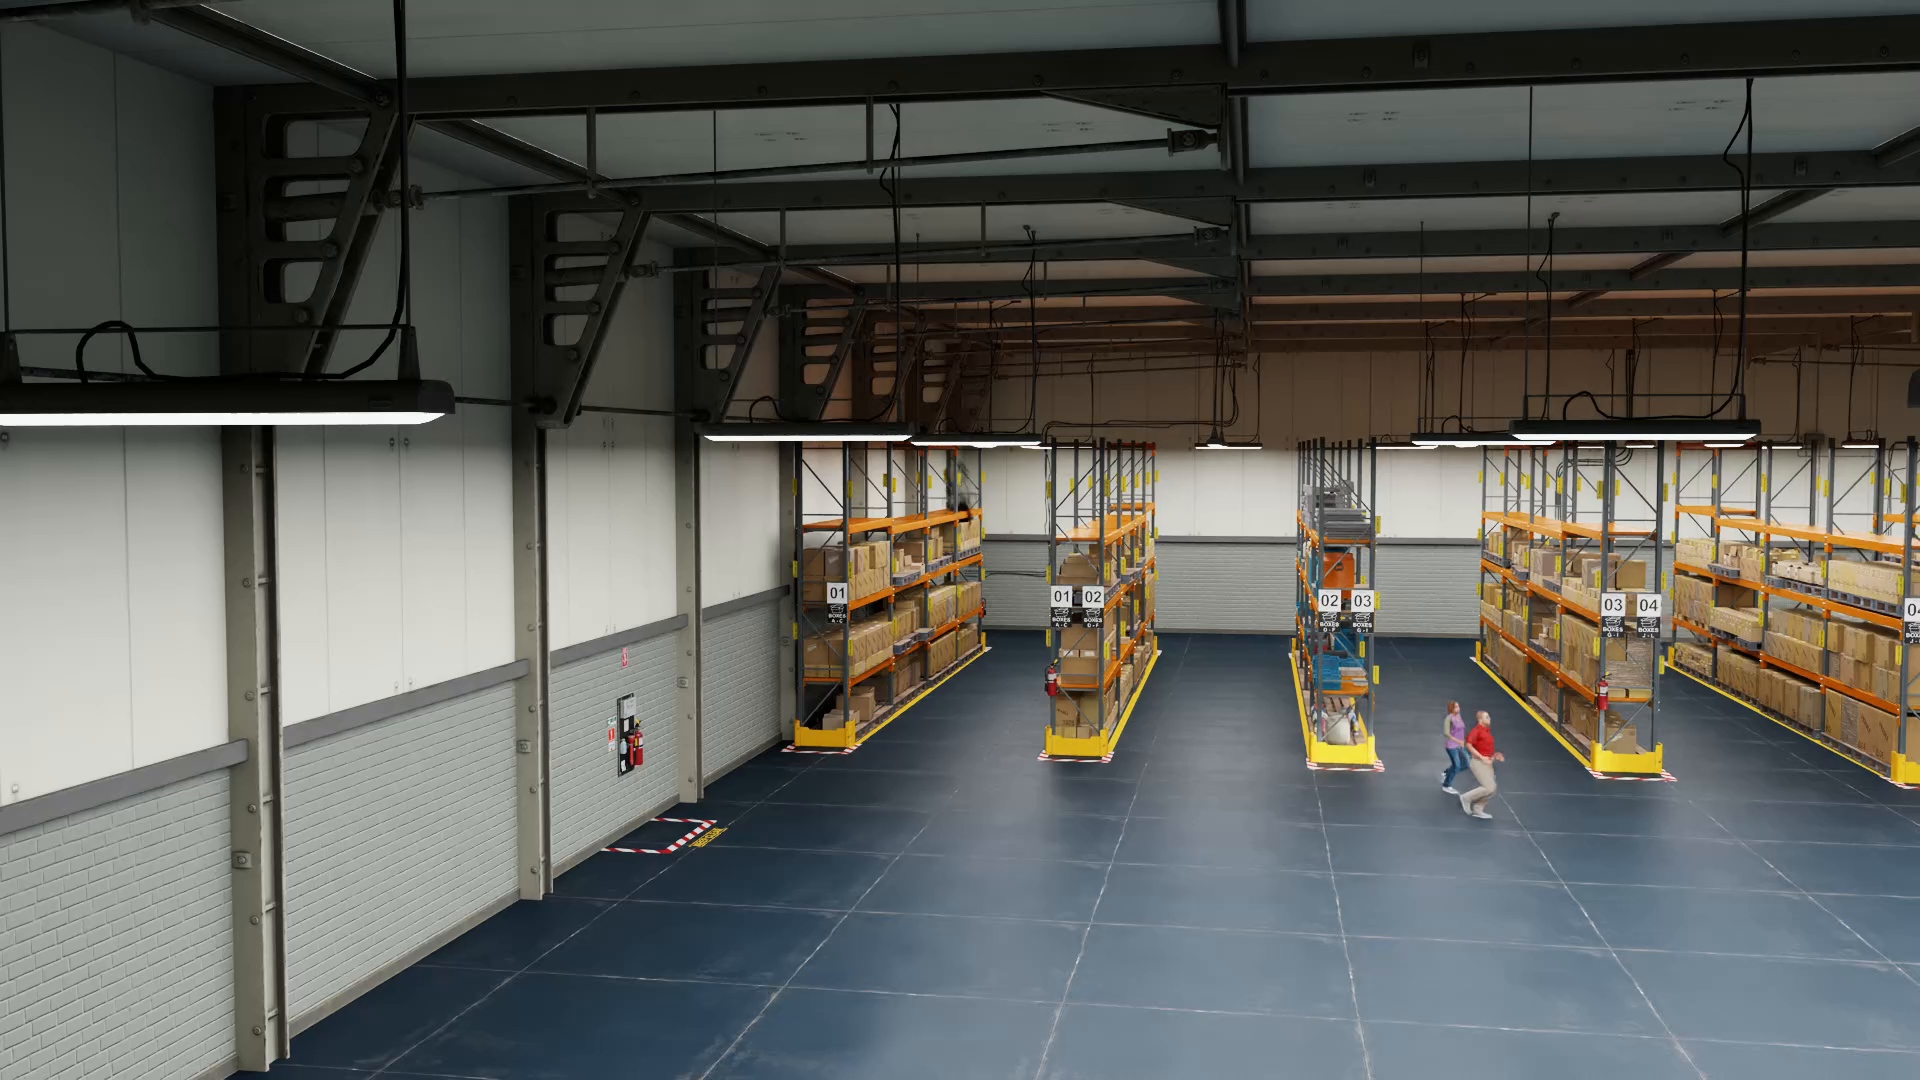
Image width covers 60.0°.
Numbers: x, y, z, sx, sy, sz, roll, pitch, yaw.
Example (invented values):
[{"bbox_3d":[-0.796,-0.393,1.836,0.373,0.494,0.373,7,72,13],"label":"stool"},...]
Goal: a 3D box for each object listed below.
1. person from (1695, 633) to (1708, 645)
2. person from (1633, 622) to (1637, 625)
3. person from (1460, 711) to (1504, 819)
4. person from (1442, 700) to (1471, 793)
[{"bbox_3d":[20.374,2.483,45.415,0.743,1.664,0.616,0,3,5],"label":"person"},{"bbox_3d":[18.667,2.436,45.837,0.551,1.706,0.769,0,3,-1],"label":"person"},{"bbox_3d":[8.149,3.504,25.955,0.595,1.679,0.644,2,4,33],"label":"person"},{"bbox_3d":[8.321,3.470,27.896,0.550,1.561,0.478,-3,4,-45],"label":"person"}]
